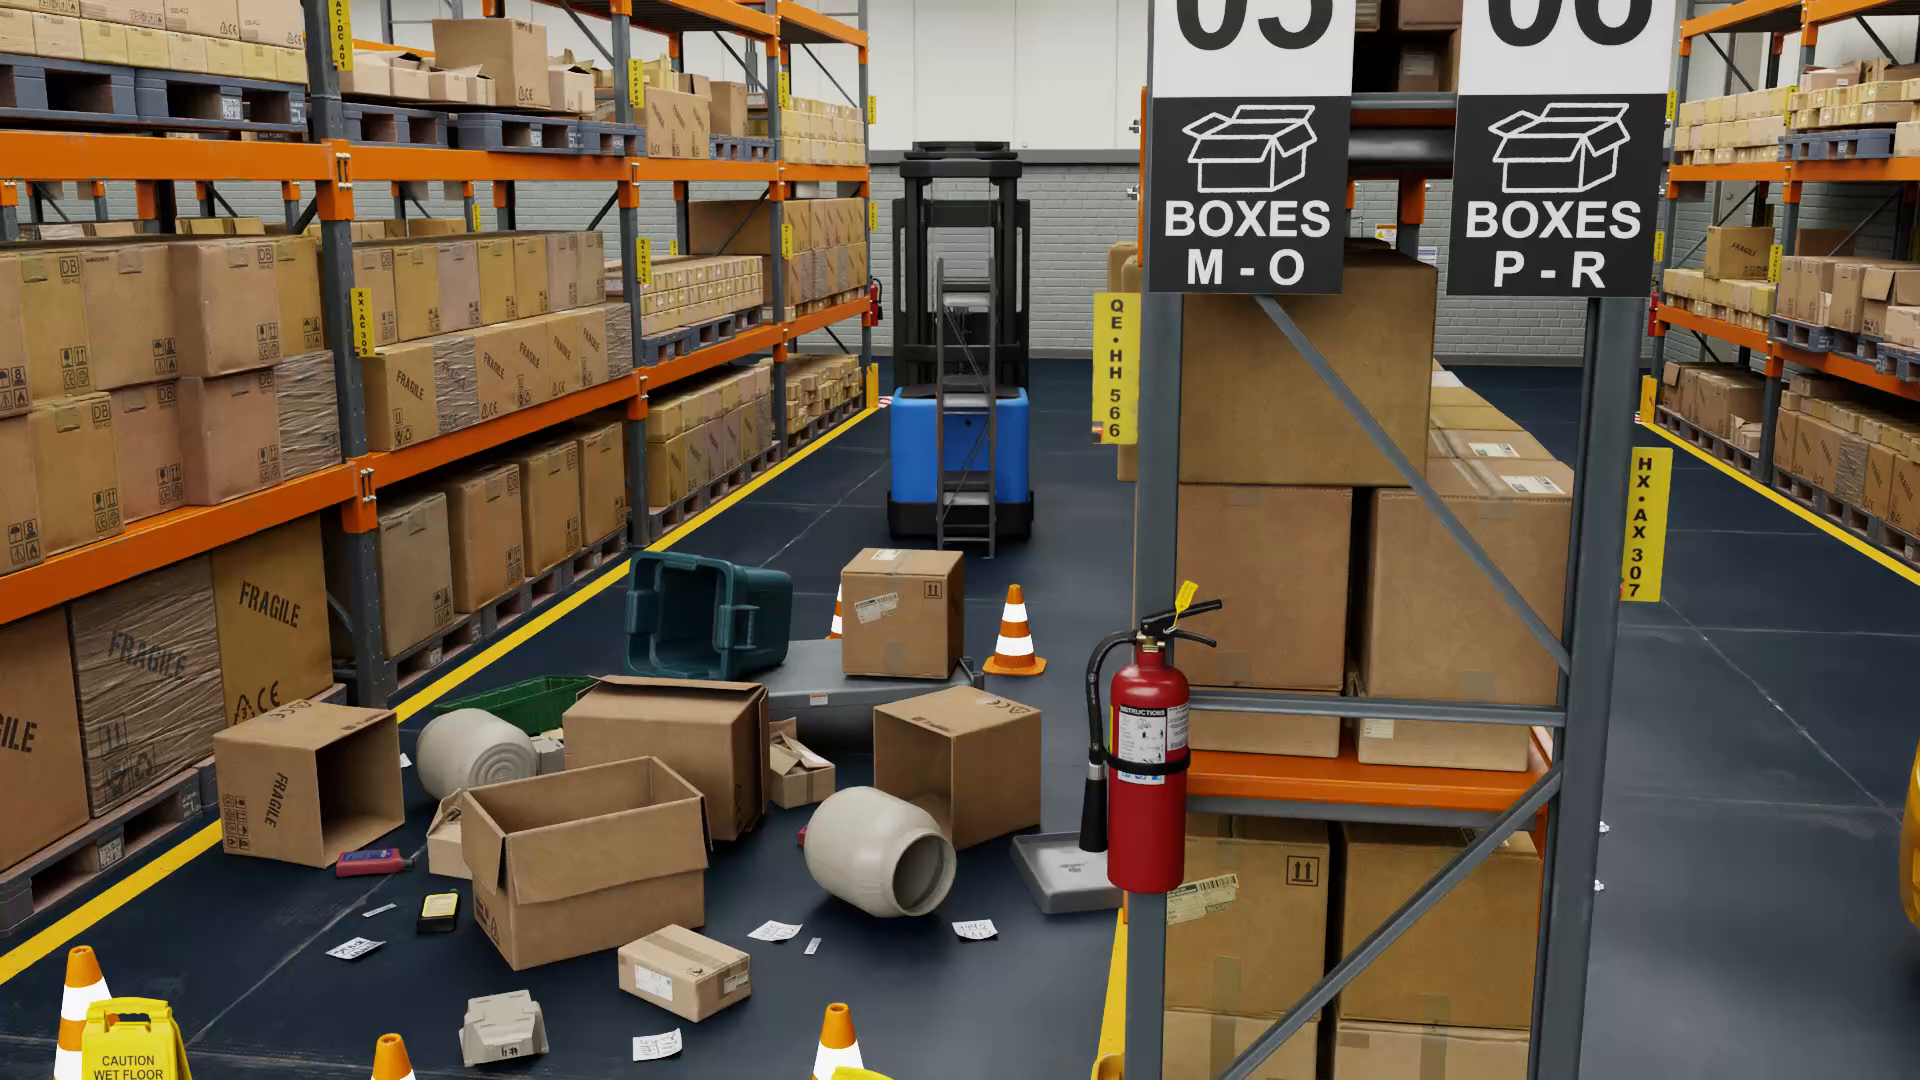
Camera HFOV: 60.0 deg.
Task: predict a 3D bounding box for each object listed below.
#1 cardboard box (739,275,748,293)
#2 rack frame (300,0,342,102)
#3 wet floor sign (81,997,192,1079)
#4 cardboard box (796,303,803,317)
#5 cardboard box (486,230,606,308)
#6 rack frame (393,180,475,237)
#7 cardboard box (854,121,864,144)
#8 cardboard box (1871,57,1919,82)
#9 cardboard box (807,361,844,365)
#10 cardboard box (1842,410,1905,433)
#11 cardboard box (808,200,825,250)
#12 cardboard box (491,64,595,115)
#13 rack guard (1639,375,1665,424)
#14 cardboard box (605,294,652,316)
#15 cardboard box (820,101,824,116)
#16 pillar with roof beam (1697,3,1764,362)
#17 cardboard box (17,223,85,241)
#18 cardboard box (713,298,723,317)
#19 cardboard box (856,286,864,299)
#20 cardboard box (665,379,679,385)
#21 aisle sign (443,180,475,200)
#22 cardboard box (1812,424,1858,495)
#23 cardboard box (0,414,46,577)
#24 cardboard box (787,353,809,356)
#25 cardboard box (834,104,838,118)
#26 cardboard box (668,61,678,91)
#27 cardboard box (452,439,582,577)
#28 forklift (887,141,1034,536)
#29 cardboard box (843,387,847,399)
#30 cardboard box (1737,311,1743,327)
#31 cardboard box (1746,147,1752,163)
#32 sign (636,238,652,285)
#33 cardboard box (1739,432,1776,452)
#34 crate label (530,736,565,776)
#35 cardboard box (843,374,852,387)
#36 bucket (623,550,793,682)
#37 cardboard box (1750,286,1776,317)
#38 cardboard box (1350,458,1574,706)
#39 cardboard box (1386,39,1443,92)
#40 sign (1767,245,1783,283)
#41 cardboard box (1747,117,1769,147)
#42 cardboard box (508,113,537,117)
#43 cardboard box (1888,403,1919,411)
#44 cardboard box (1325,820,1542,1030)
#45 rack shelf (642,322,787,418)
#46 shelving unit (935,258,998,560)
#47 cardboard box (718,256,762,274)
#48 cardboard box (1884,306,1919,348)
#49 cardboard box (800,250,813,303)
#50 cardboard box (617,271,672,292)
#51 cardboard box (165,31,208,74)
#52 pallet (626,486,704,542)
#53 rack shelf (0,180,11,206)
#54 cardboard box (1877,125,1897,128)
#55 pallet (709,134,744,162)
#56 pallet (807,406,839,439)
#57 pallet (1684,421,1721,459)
[{"bbox_3d":[-2.126,-2.295,14.918,0.380,0.149,0.250,2,12,11],"label":"cardboard box"},{"bbox_3d":[-3.410,-3.531,7.515,1.000,3.000,0.127,2,12,9],"label":"rack frame"},{"bbox_3d":[-2.073,1.456,4.206,0.267,0.644,0.232,0,12,-1],"label":"wet floor sign"},{"bbox_3d":[-1.809,-2.358,16.913,0.380,0.149,0.250,1,12,6],"label":"cardboard box"},{"bbox_3d":[-2.873,-1.875,11.463,0.700,0.500,0.500,2,12,8],"label":"cardboard box"},{"bbox_3d":[-6.449,-3.278,20.582,1.000,3.000,0.127,2,12,9],"label":"rack frame"},{"bbox_3d":[-1.383,-4.629,18.903,0.500,0.250,0.500,1,12,7],"label":"cardboard box"},{"bbox_3d":[7.645,-3.787,13.500,0.396,0.266,0.258,2,12,9],"label":"cardboard box"},{"bbox_3d":[-1.507,-1.920,18.639,0.380,0.149,0.250,1,12,6],"label":"cardboard box"},{"bbox_3d":[7.176,-0.924,13.059,0.380,0.149,0.250,2,12,11],"label":"cardboard box"},{"bbox_3d":[-1.696,-3.245,17.112,0.500,0.500,0.500,2,12,10],"label":"cardboard box"},{"bbox_3d":[-2.659,-2.880,10.595,0.500,0.311,0.500,2,12,9],"label":"cardboard box"},{"bbox_3d":[8.236,-1.559,18.539,1.175,0.500,0.348,2,12,9],"label":"rack guard"},{"bbox_3d":[-2.522,-1.752,12.399,0.380,0.149,0.250,2,12,11],"label":"cardboard box"},{"bbox_3d":[-1.618,-4.475,17.242,0.380,0.149,0.250,2,12,7],"label":"cardboard box"},{"bbox_3d":[5.299,-6.401,20.833,9.100,9.000,0.400,2,12,9],"label":"pillar with roof beam"},{"bbox_3d":[-7.551,-2.303,13.442,0.797,0.503,0.637,2,12,11],"label":"cardboard box"},{"bbox_3d":[-2.242,-1.985,14.185,0.380,0.149,0.250,2,12,11],"label":"cardboard box"},{"bbox_3d":[-1.335,-2.896,19.408,0.380,0.149,0.250,2,12,9],"label":"cardboard box"},{"bbox_3d":[-2.716,-1.251,14.334,0.500,0.250,0.500,2,12,11],"label":"cardboard box"},{"bbox_3d":[-6.142,-4.554,20.332,0.394,0.787,0.004,2,12,9],"label":"aisle sign"},{"bbox_3d":[7.183,-0.639,13.274,0.500,0.500,0.500,2,12,7],"label":"cardboard box"},{"bbox_3d":[-3.739,-0.145,5.690,0.875,0.550,0.550,2,12,9],"label":"cardboard box"},{"bbox_3d":[-1.980,-2.100,19.477,0.380,0.149,0.250,1,12,6],"label":"cardboard box"},{"bbox_3d":[-1.530,-4.639,18.000,0.380,0.149,0.250,2,12,7],"label":"cardboard box"},{"bbox_3d":[-2.380,-3.557,12.704,0.396,0.266,0.258,2,12,9],"label":"cardboard box"},{"bbox_3d":[-3.108,-0.230,10.784,1.050,0.750,0.750,2,12,10],"label":"cardboard box"},{"bbox_3d":[0.011,-1.722,13.526,1.130,2.935,3.031,0,12,0],"label":"forklift"},{"bbox_3d":[-1.504,-1.682,18.949,0.380,0.149,0.250,2,12,8],"label":"cardboard box"},{"bbox_3d":[7.534,-2.079,15.617,0.380,0.149,0.250,2,12,10],"label":"cardboard box"},{"bbox_3d":[7.599,-3.604,15.572,0.380,0.149,0.250,2,12,11],"label":"cardboard box"},{"bbox_3d":[-2.245,-1.979,11.809,0.100,0.325,0.005,2,12,9],"label":"sign"},{"bbox_3d":[7.428,-0.901,15.324,0.380,0.149,0.250,2,12,7],"label":"cardboard box"},{"bbox_3d":[-1.929,0.993,7.562,0.298,0.136,0.250,-7,14,-30],"label":"crate label"},{"bbox_3d":[-1.441,-1.826,18.908,0.380,0.149,0.250,1,12,6],"label":"cardboard box"},{"bbox_3d":[-1.152,0.362,7.854,0.726,0.611,0.620,7,4,28],"label":"bucket"},{"bbox_3d":[7.470,-2.150,14.999,0.500,0.250,0.500,2,12,10],"label":"cardboard box"},{"bbox_3d":[1.229,0.090,4.011,0.500,0.500,0.500,2,12,8],"label":"cardboard box"},{"bbox_3d":[1.206,-1.085,3.886,0.380,0.149,0.250,1,12,7],"label":"cardboard box"},{"bbox_3d":[7.095,-2.403,14.469,0.100,0.325,0.005,2,12,9],"label":"sign"},{"bbox_3d":[7.529,-3.719,15.161,0.500,0.250,0.500,1,12,7],"label":"cardboard box"},{"bbox_3d":[-3.123,-2.964,10.984,0.500,0.311,0.500,2,12,9],"label":"cardboard box"},{"bbox_3d":[7.784,-1.018,13.495,0.380,0.149,0.250,1,12,6],"label":"cardboard box"},{"bbox_3d":[1.282,0.983,4.564,0.500,0.500,0.500,1,12,7],"label":"cardboard box"},{"bbox_3d":[-2.487,-1.495,14.019,1.077,0.370,4.000,2,12,9],"label":"rack shelf"},{"bbox_3d":[0.046,-0.940,11.873,0.431,2.100,0.503,0,12,0],"label":"shelving unit"},{"bbox_3d":[-2.048,-2.547,15.377,0.380,0.149,0.250,2,12,11],"label":"cardboard box"},{"bbox_3d":[6.860,-1.493,11.661,0.500,0.250,0.500,1,12,6],"label":"cardboard box"},{"bbox_3d":[-1.785,-2.656,16.753,0.500,0.500,0.500,2,12,9],"label":"cardboard box"},{"bbox_3d":[-2.451,-2.001,12.844,0.380,0.149,0.250,2,12,8],"label":"cardboard box"},{"bbox_3d":[-3.266,-1.950,6.663,0.380,0.149,0.250,2,12,9],"label":"cardboard box"},{"bbox_3d":[-2.673,-0.230,13.060,1.003,0.211,1.213,2,12,9],"label":"pallet"},{"bbox_3d":[-7.987,-2.311,10.682,1.077,0.370,4.000,2,12,9],"label":"rack shelf"},{"bbox_3d":[7.610,-3.388,13.338,0.380,0.149,0.250,1,12,7],"label":"cardboard box"},{"bbox_3d":[-2.536,-3.297,13.996,1.213,0.211,1.003,2,12,9],"label":"pallet"},{"bbox_3d":[-1.926,-1.296,18.005,1.003,0.211,1.213,2,12,9],"label":"pallet"},{"bbox_3d":[7.925,-0.998,16.625,1.003,0.211,1.213,2,12,9],"label":"pallet"}]
